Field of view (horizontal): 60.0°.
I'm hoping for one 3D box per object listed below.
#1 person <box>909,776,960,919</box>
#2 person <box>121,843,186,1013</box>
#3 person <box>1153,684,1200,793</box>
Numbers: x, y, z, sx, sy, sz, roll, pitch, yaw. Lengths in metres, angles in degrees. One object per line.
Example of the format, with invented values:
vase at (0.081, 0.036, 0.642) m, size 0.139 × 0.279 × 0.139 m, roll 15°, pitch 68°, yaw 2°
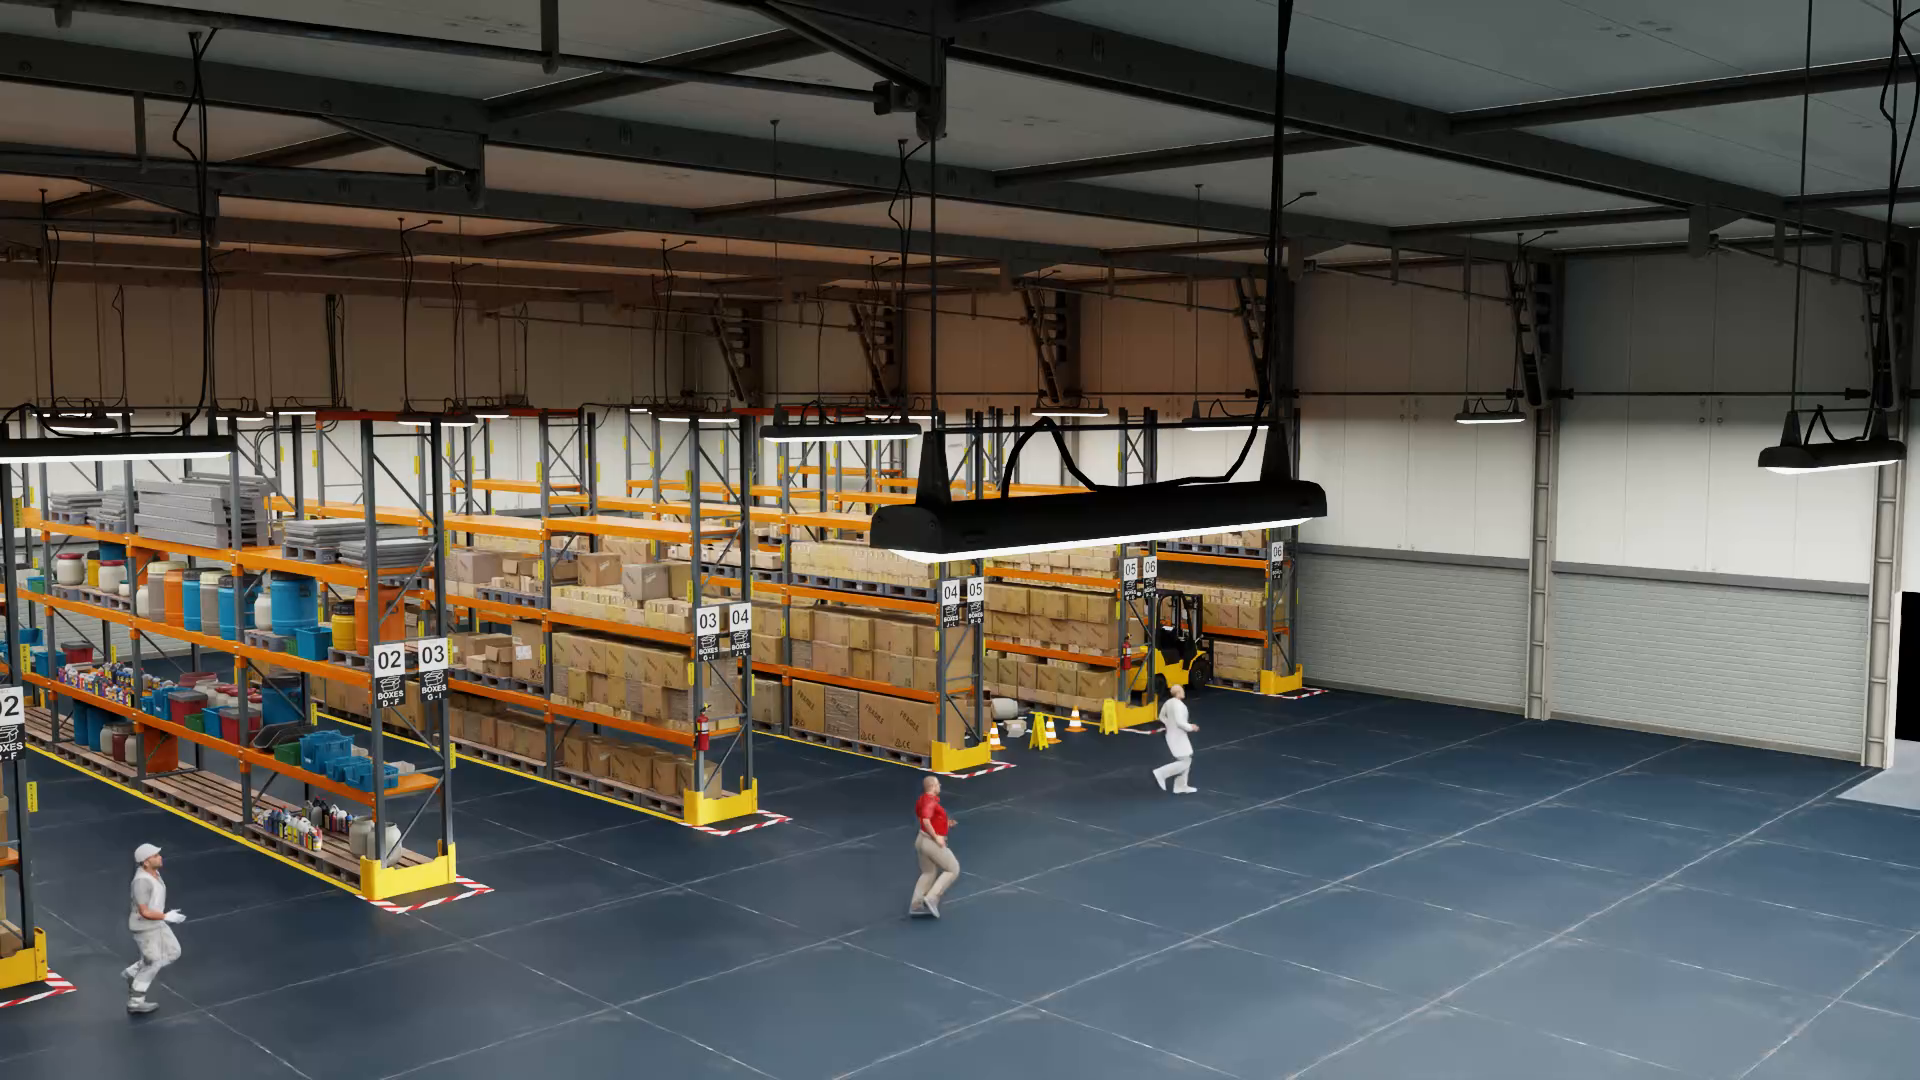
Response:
person at (-0.291, 3.704, 20.128) m, size 0.670 × 1.720 × 0.631 m, roll -2°, pitch 6°, yaw -25°
person at (-8.273, 3.953, 17.054) m, size 0.660 × 1.739 × 0.684 m, roll -1°, pitch 5°, yaw -15°
person at (3.381, 3.148, 26.224) m, size 0.751 × 1.718 × 0.709 m, roll -1°, pitch 5°, yaw -12°
